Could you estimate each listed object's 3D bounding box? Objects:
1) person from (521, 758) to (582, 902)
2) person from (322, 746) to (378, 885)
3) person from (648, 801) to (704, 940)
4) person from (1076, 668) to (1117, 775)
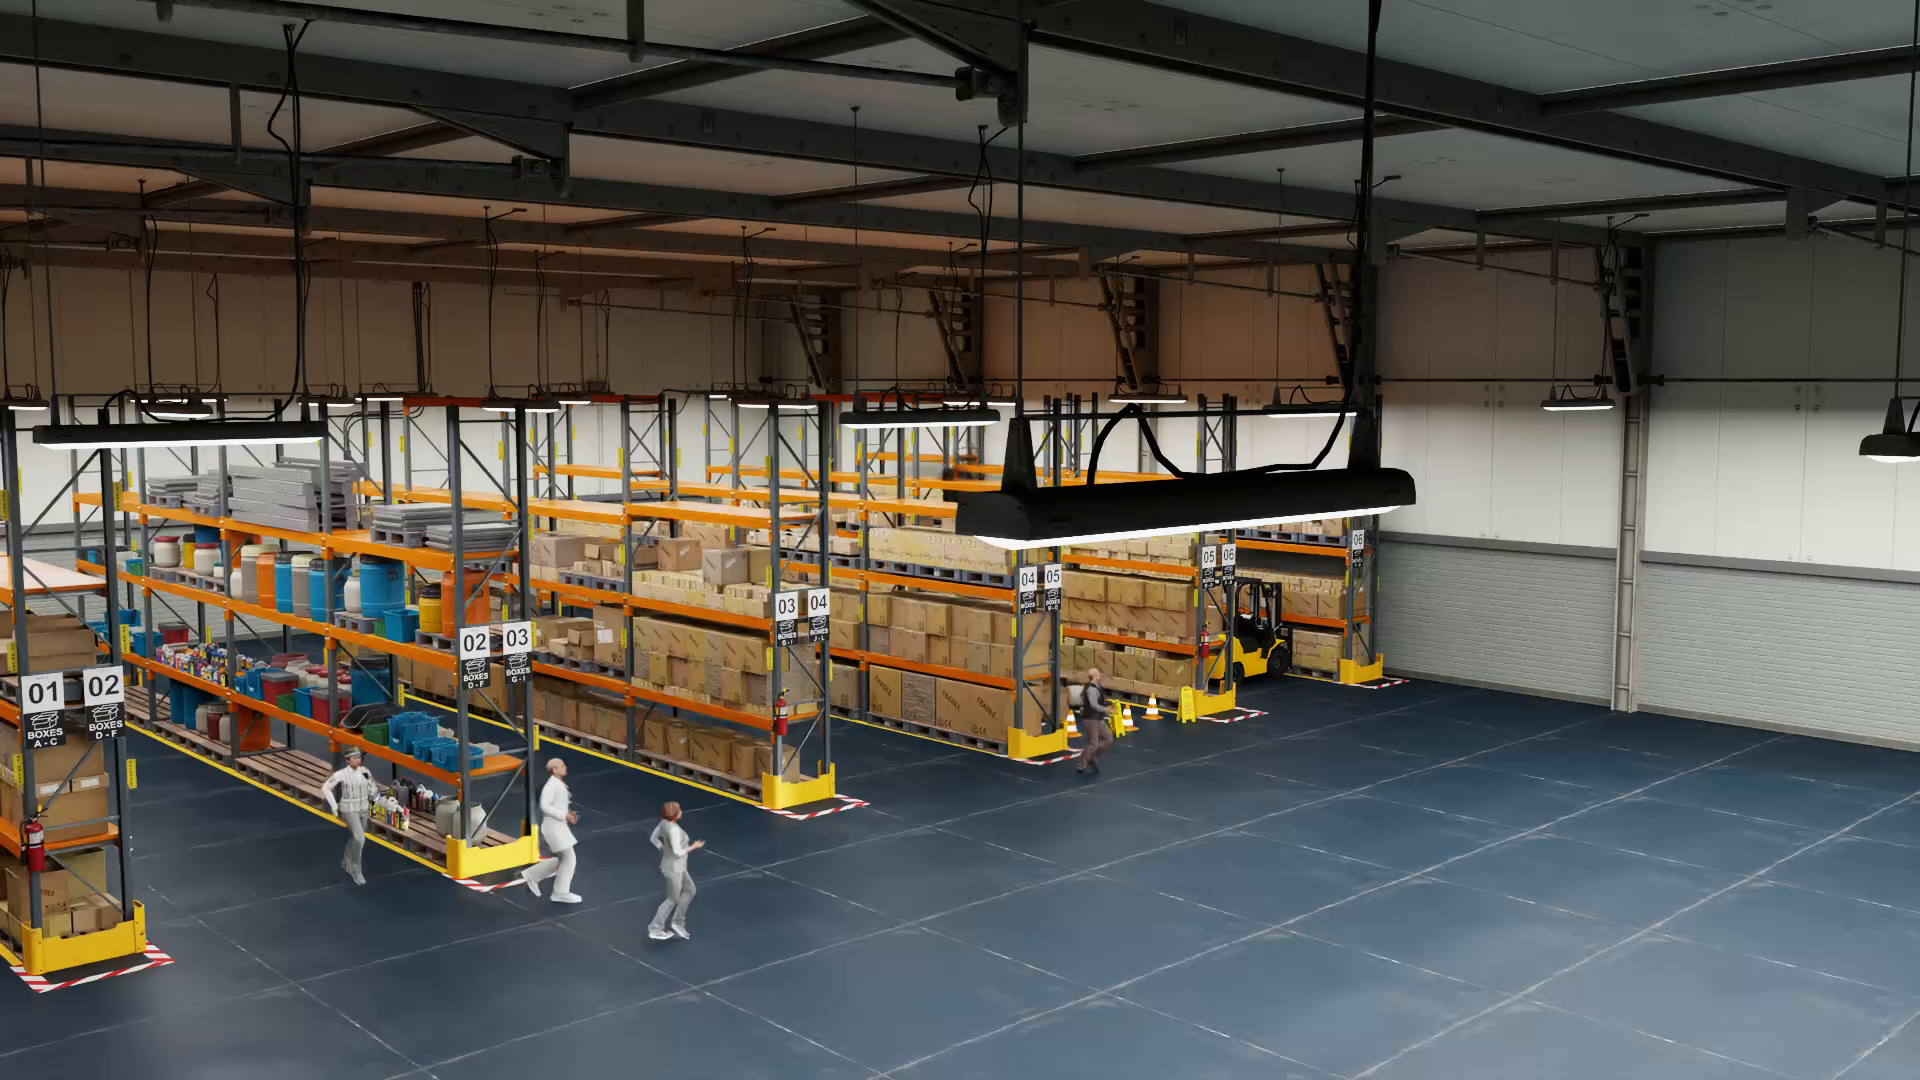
[{"bbox_3d":[-4.984,3.528,20.275,0.730,1.733,0.750,-1,6,-7],"label":"person"},{"bbox_3d":[-7.649,3.462,21.013,0.732,1.749,0.576,4,7,32],"label":"person"},{"bbox_3d":[-3.199,3.737,18.707,0.650,1.611,0.513,-2,6,-17],"label":"person"},{"bbox_3d":[2.210,2.898,26.766,0.652,1.709,0.568,1,6,11],"label":"person"}]
